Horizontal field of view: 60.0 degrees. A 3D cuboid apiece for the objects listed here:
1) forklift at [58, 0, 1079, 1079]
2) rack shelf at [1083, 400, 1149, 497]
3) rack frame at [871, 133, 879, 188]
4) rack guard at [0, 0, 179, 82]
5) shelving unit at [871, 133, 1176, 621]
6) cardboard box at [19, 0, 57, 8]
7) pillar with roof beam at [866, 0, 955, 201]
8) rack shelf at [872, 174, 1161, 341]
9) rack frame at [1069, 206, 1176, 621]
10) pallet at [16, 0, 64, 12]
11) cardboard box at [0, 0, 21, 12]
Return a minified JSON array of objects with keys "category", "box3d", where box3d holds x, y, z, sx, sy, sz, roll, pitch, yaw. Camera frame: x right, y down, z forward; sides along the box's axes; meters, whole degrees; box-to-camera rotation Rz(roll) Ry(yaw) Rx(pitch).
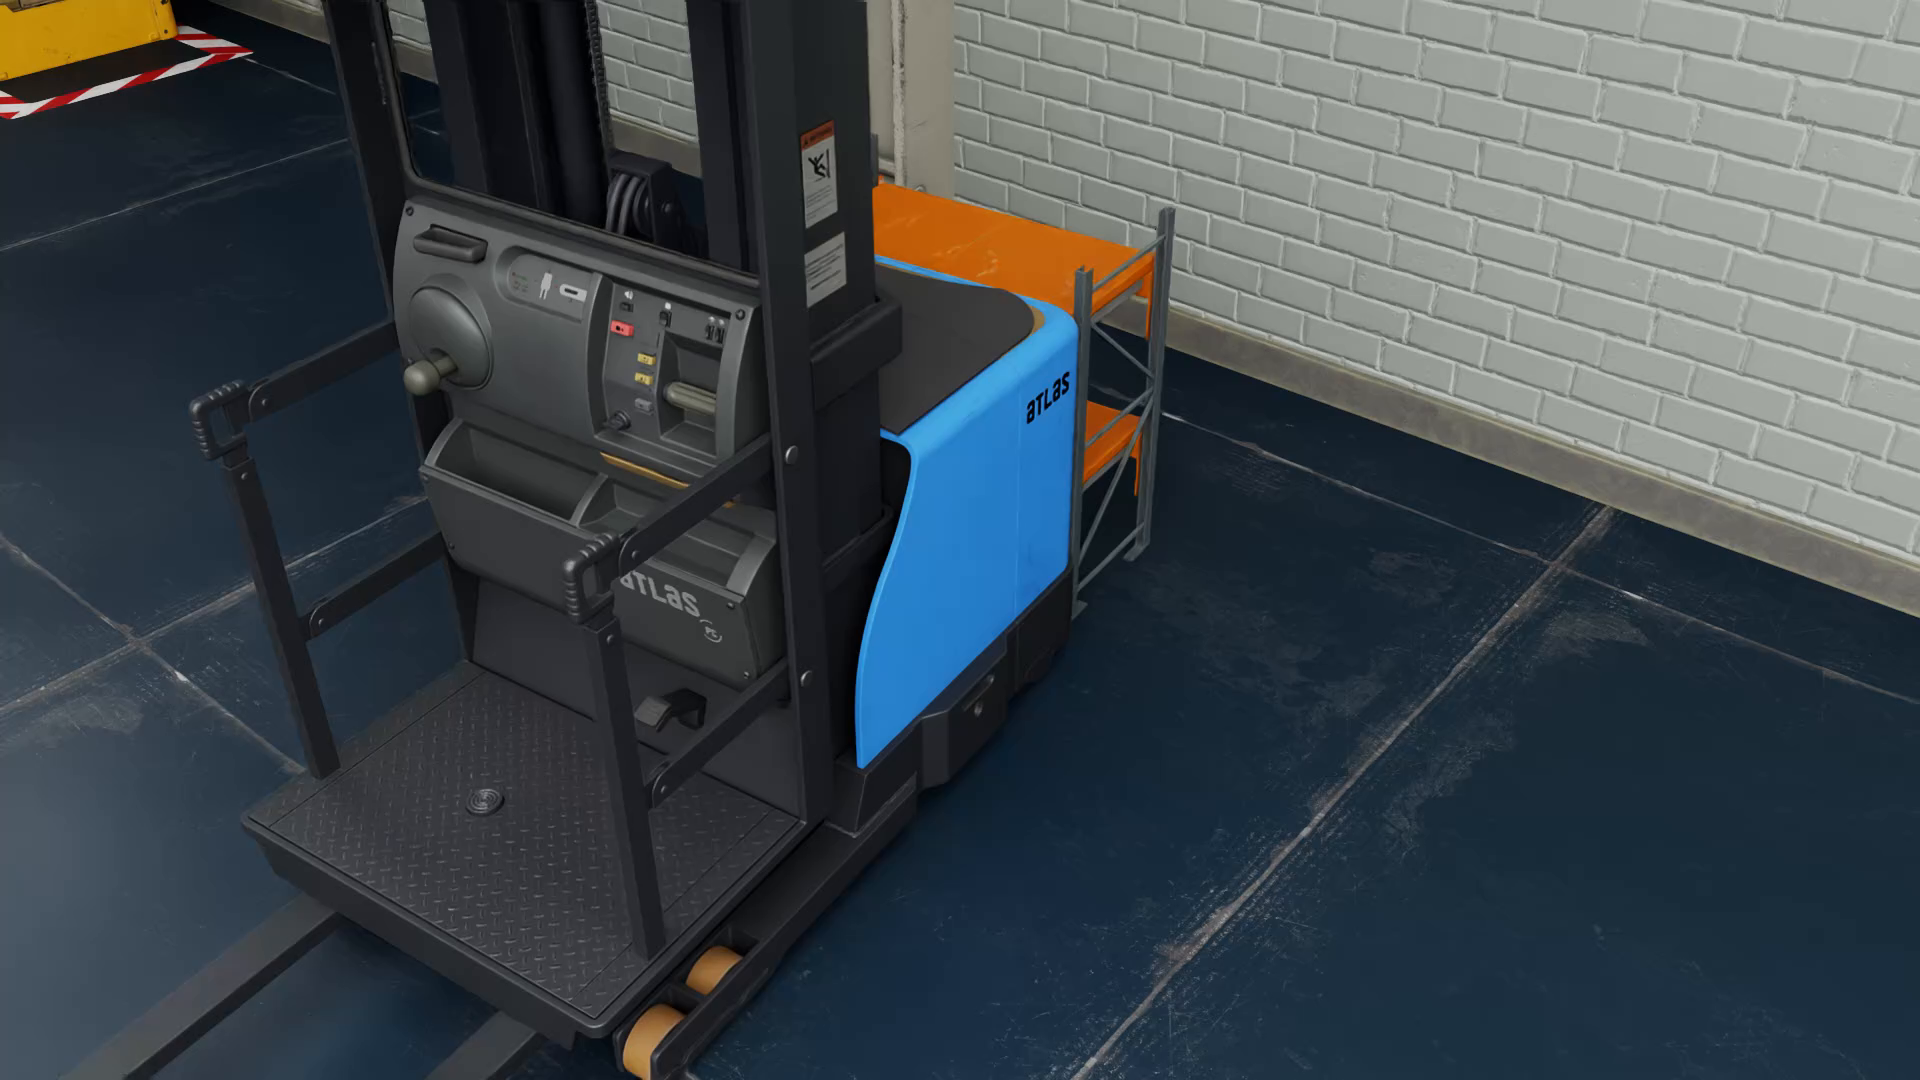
[{"category":"forklift","box3d":[-0.904,-0.352,3.174,1.130,2.935,3.031,20,39,26]},{"category":"rack shelf","box3d":[0.023,-0.298,5.122,1.000,0.278,0.538,21,40,27]},{"category":"rack frame","box3d":[-0.401,-0.659,5.215,0.032,1.125,0.500,21,40,27]},{"category":"rack guard","box3d":[-4.903,-2.873,8.992,0.348,0.500,1.175,25,42,32]},{"category":"shelving unit","box3d":[0.023,-0.499,4.984,1.048,1.125,0.538,21,40,27]},{"category":"cardboard box","box3d":[-5.174,-3.215,9.340,0.500,0.250,0.500,25,42,32]},{"category":"pillar with roof beam","box3d":[-3.023,-2.983,1.645,0.400,9.000,9.100,25,42,32]},{"category":"rack shelf","box3d":[0.023,-0.741,4.818,1.000,0.278,0.538,21,40,27]},{"category":"rack frame","box3d":[0.446,-0.340,4.752,0.032,1.125,0.500,21,40,27]},{"category":"pallet","box3d":[-5.536,-3.022,9.463,1.213,0.211,1.003,25,42,32]},{"category":"cardboard box","box3d":[-5.485,-2.985,9.004,0.500,0.250,0.500,26,42,32]}]
